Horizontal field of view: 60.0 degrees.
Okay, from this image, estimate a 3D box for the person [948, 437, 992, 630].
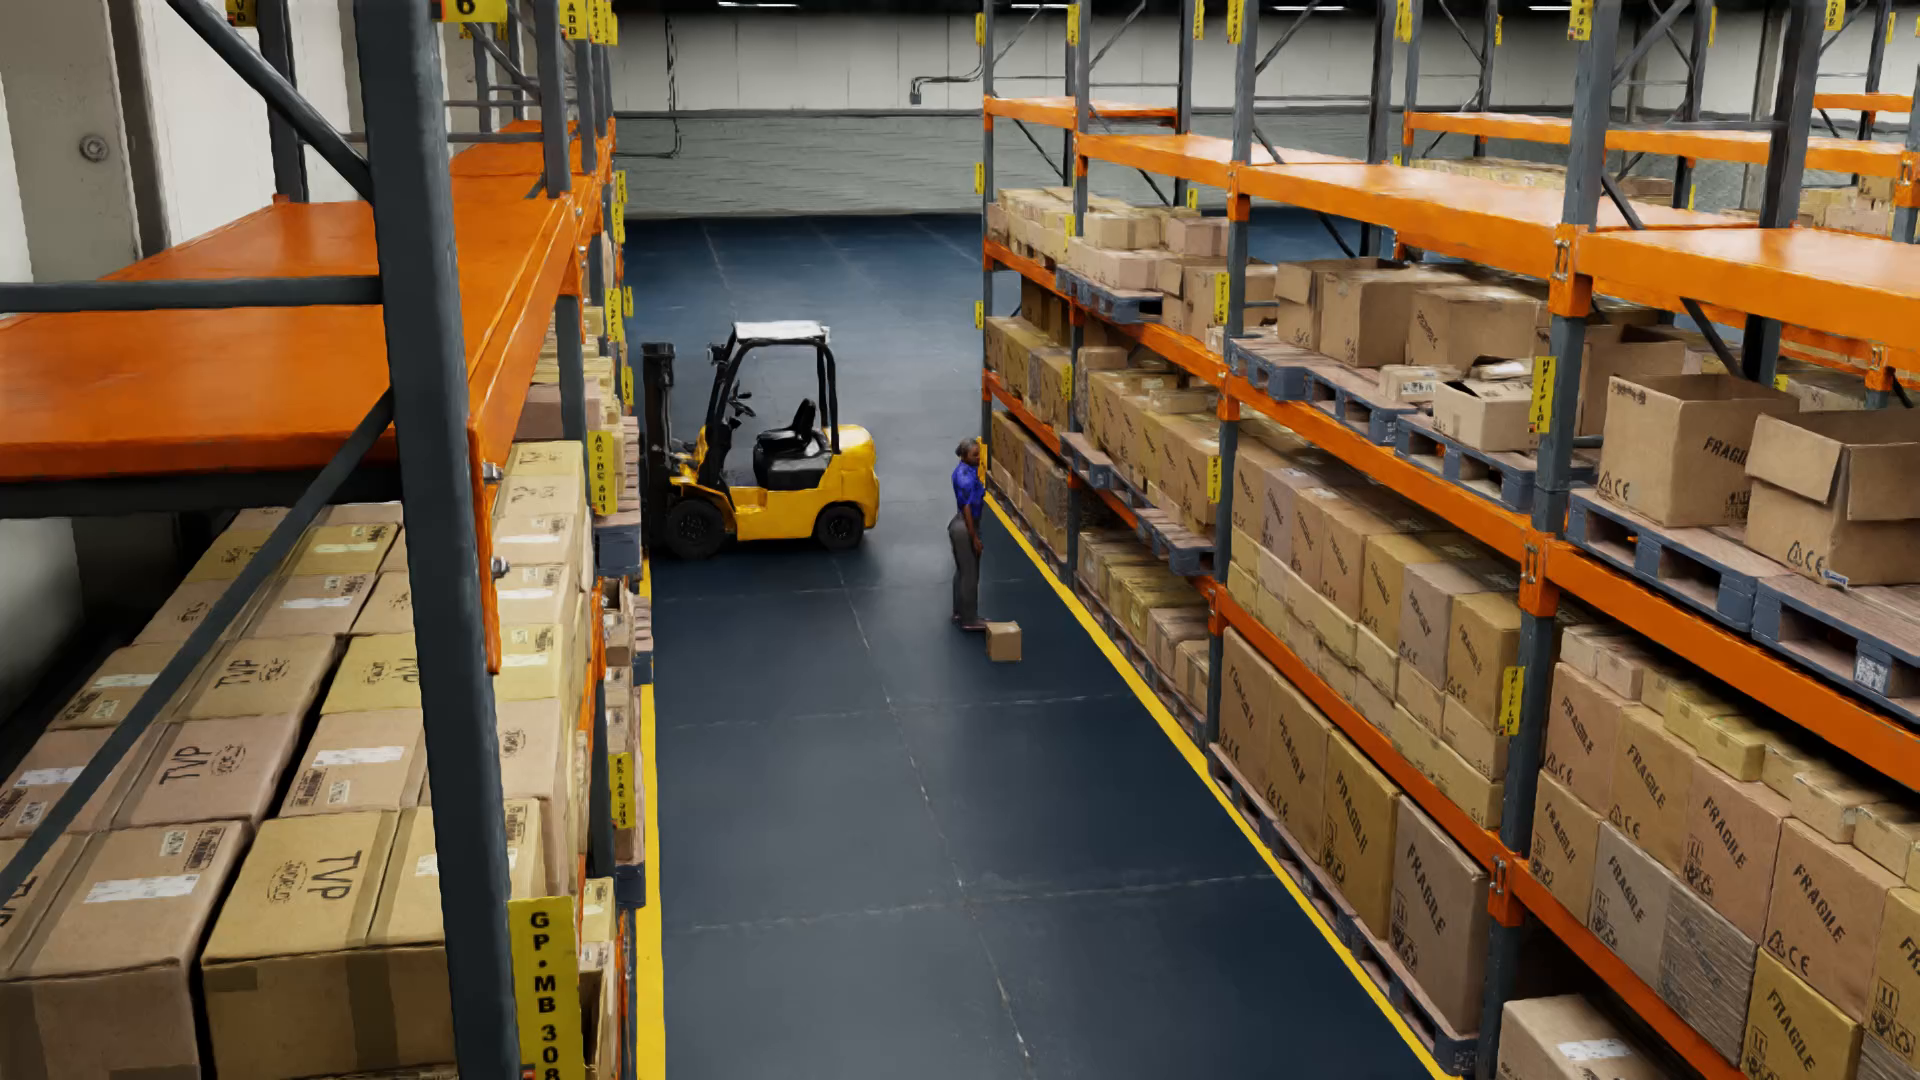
[{"bbox_3d":[0.089,-0.047,14.186,0.375,1.700,0.497,-1,17,-3],"label":"person"}]
